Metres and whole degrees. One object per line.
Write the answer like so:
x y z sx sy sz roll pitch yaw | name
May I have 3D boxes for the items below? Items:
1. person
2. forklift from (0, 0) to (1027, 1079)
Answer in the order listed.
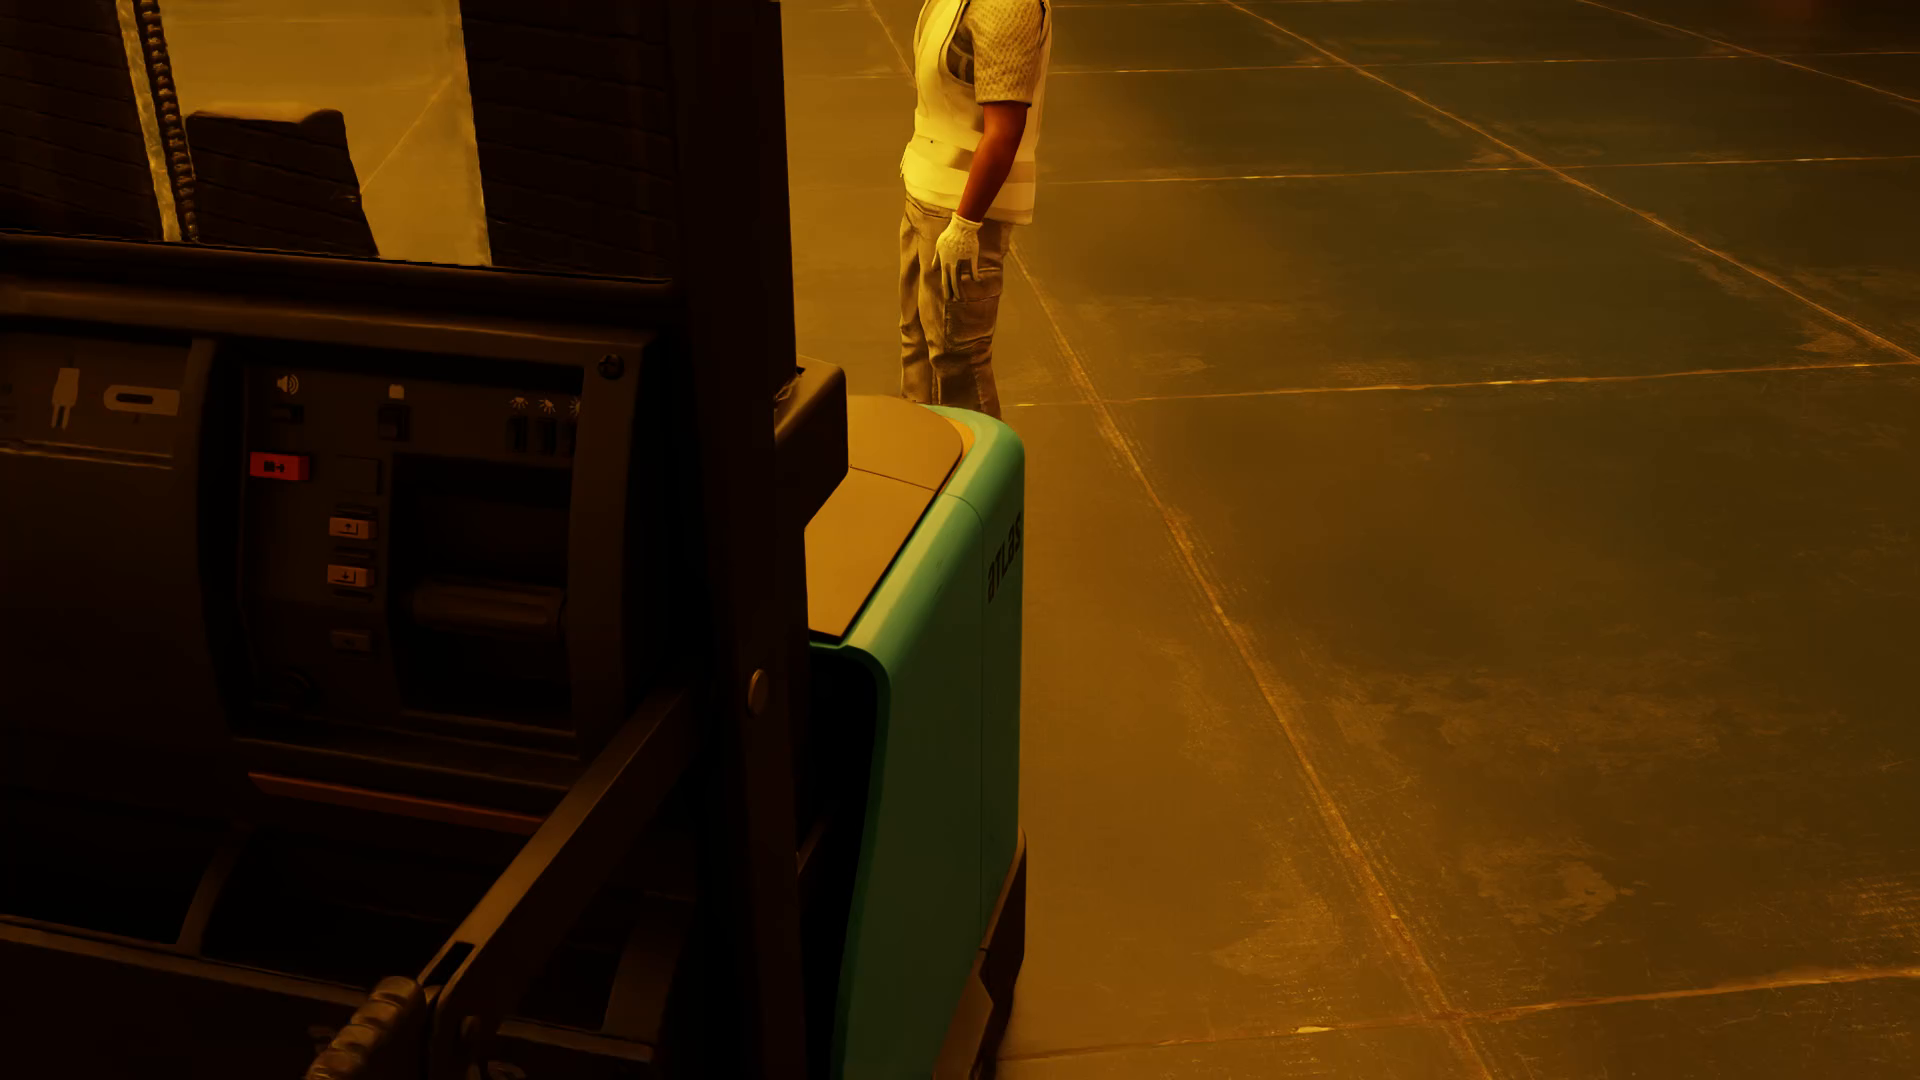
-0.073 -0.845 4.197 0.575 1.784 0.656 -3 26 -7 | person
-0.748 0.016 1.197 1.130 2.935 3.031 6 26 13 | forklift
